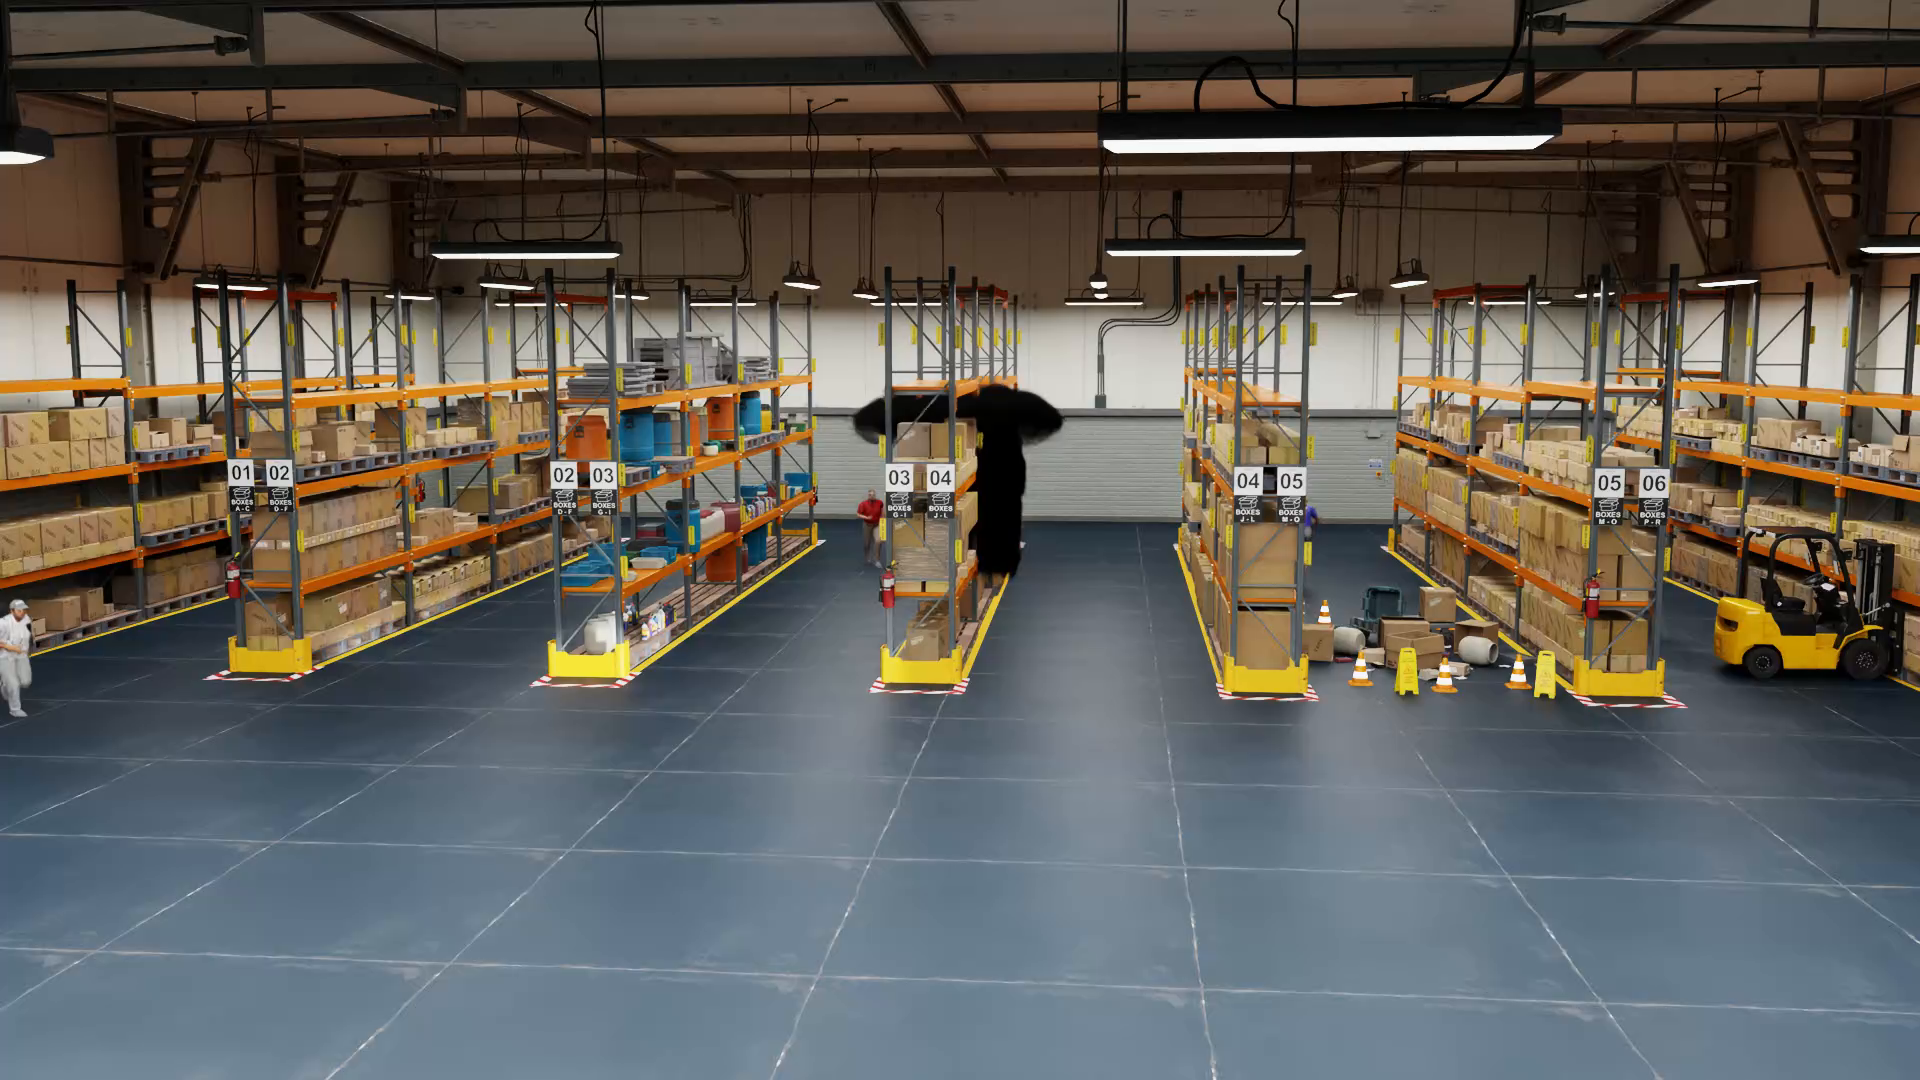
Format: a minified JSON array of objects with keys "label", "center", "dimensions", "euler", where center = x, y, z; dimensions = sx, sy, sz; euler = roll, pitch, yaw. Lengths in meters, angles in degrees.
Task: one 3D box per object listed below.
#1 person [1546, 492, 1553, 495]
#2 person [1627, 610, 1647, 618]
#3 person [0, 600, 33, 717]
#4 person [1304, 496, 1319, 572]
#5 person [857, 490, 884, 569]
[{"label":"person","center":[12.638,-0.167,35.726],"dimensions":[0.665,1.734,0.990],"euler":[-2,7,-14]},{"label":"person","center":[11.674,0.721,28.921],"dimensions":[0.729,1.588,0.968],"euler":[-2,7,-14]},{"label":"person","center":[-12.564,1.567,22.049],"dimensions":[0.746,1.601,0.592],"euler":[4,8,31]},{"label":"person","center":[6.981,-0.143,33.731],"dimensions":[0.581,1.567,0.496],"euler":[0,7,4]},{"label":"person","center":[-1.943,-0.266,36.533],"dimensions":[0.674,1.712,0.999],"euler":[-1,7,-12]}]
